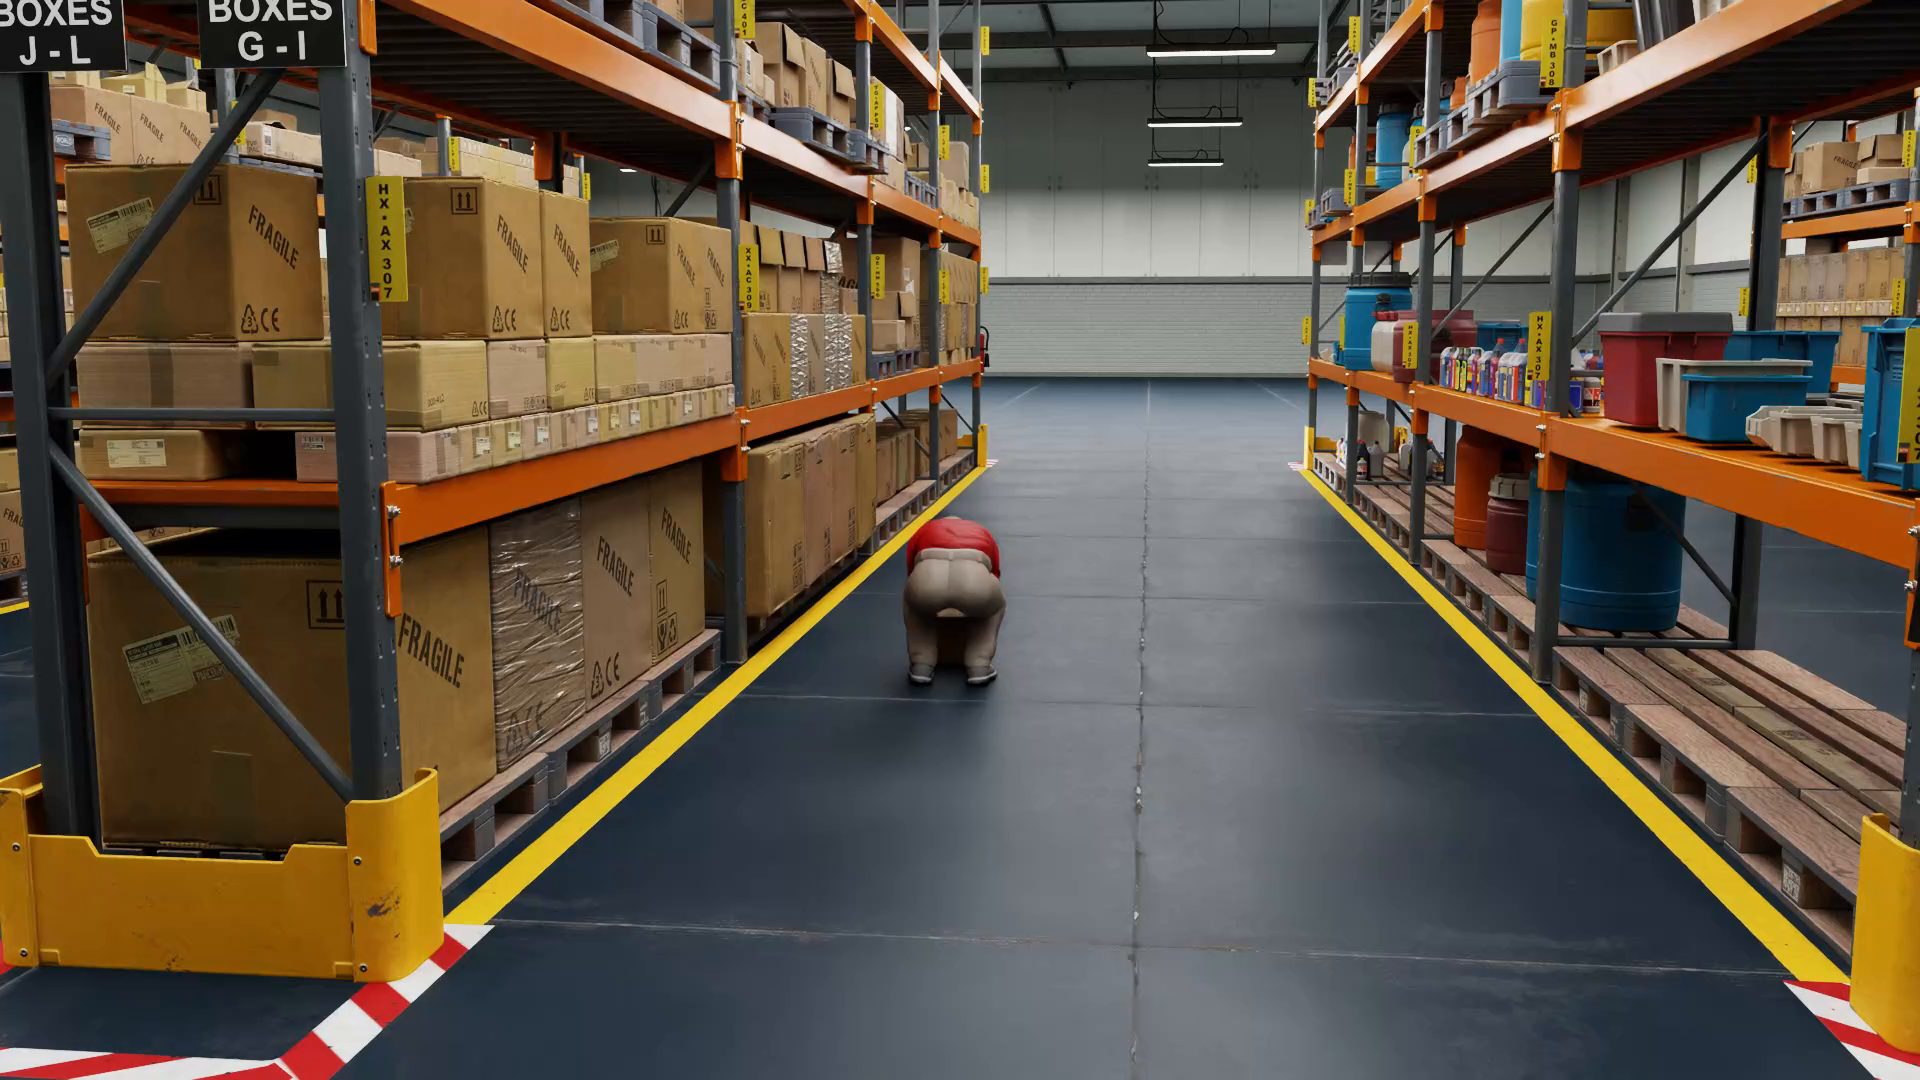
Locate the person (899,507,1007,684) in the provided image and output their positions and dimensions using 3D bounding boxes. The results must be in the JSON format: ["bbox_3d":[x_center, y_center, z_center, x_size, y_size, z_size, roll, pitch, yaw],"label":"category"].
[{"bbox_3d":[-0.034,0.252,8.335,0.543,0.867,0.957,1,8,4],"label":"person"}]
